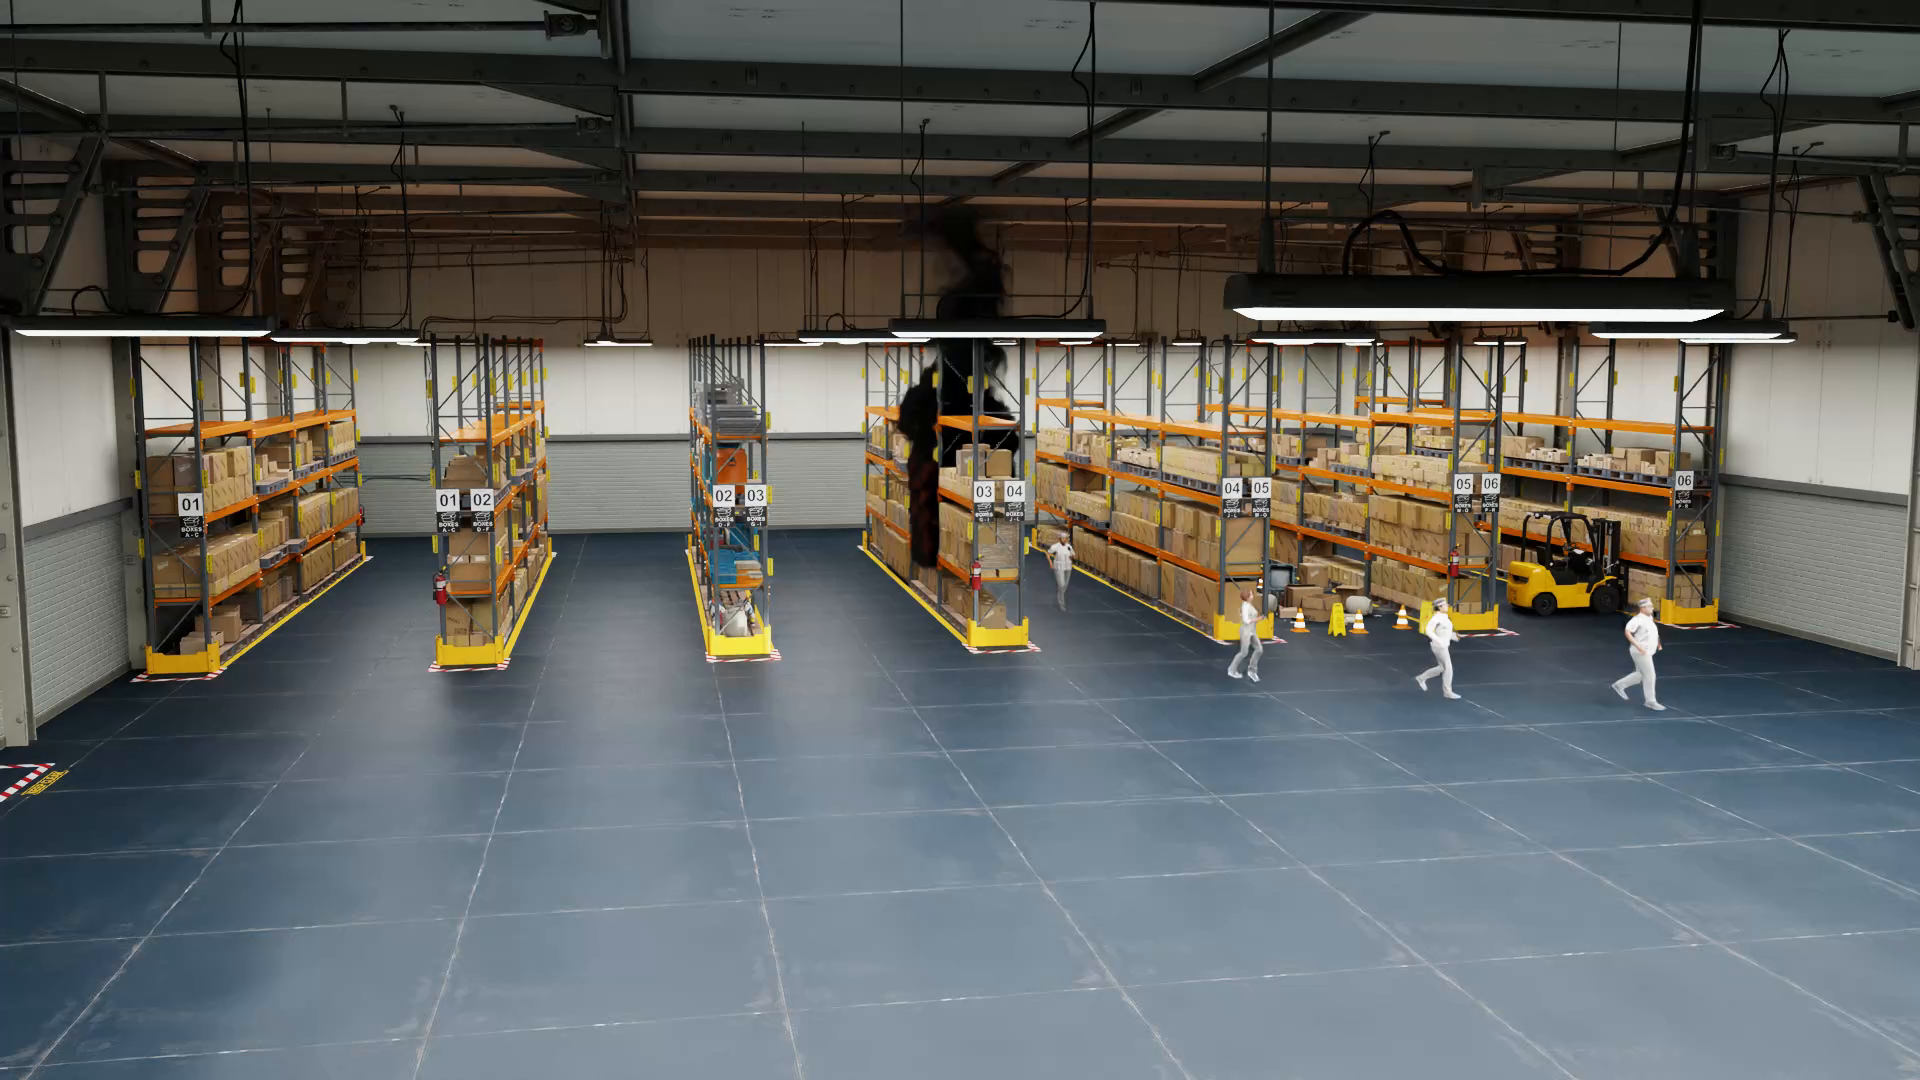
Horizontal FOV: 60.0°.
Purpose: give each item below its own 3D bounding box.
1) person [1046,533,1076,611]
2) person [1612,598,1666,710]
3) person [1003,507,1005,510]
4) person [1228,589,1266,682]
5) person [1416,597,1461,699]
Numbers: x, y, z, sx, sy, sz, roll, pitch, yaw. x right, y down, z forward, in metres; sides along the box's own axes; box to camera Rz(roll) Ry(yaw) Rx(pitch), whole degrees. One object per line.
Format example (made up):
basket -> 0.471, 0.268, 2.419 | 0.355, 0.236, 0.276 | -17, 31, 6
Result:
person -> 2.256, 0.693, 36.769 | 0.579, 1.729, 0.764 | -3, 7, -24
person -> 10.955, 1.802, 26.682 | 0.812, 1.792, 0.670 | 5, 8, 38
person -> 1.426, -0.332, 45.716 | 0.728, 1.741, 1.043 | -2, 7, -13
person -> 4.963, 1.650, 28.678 | 0.667, 1.639, 0.514 | 3, 7, 27
person -> 7.877, 1.760, 27.341 | 0.745, 1.677, 0.627 | 4, 7, 29
